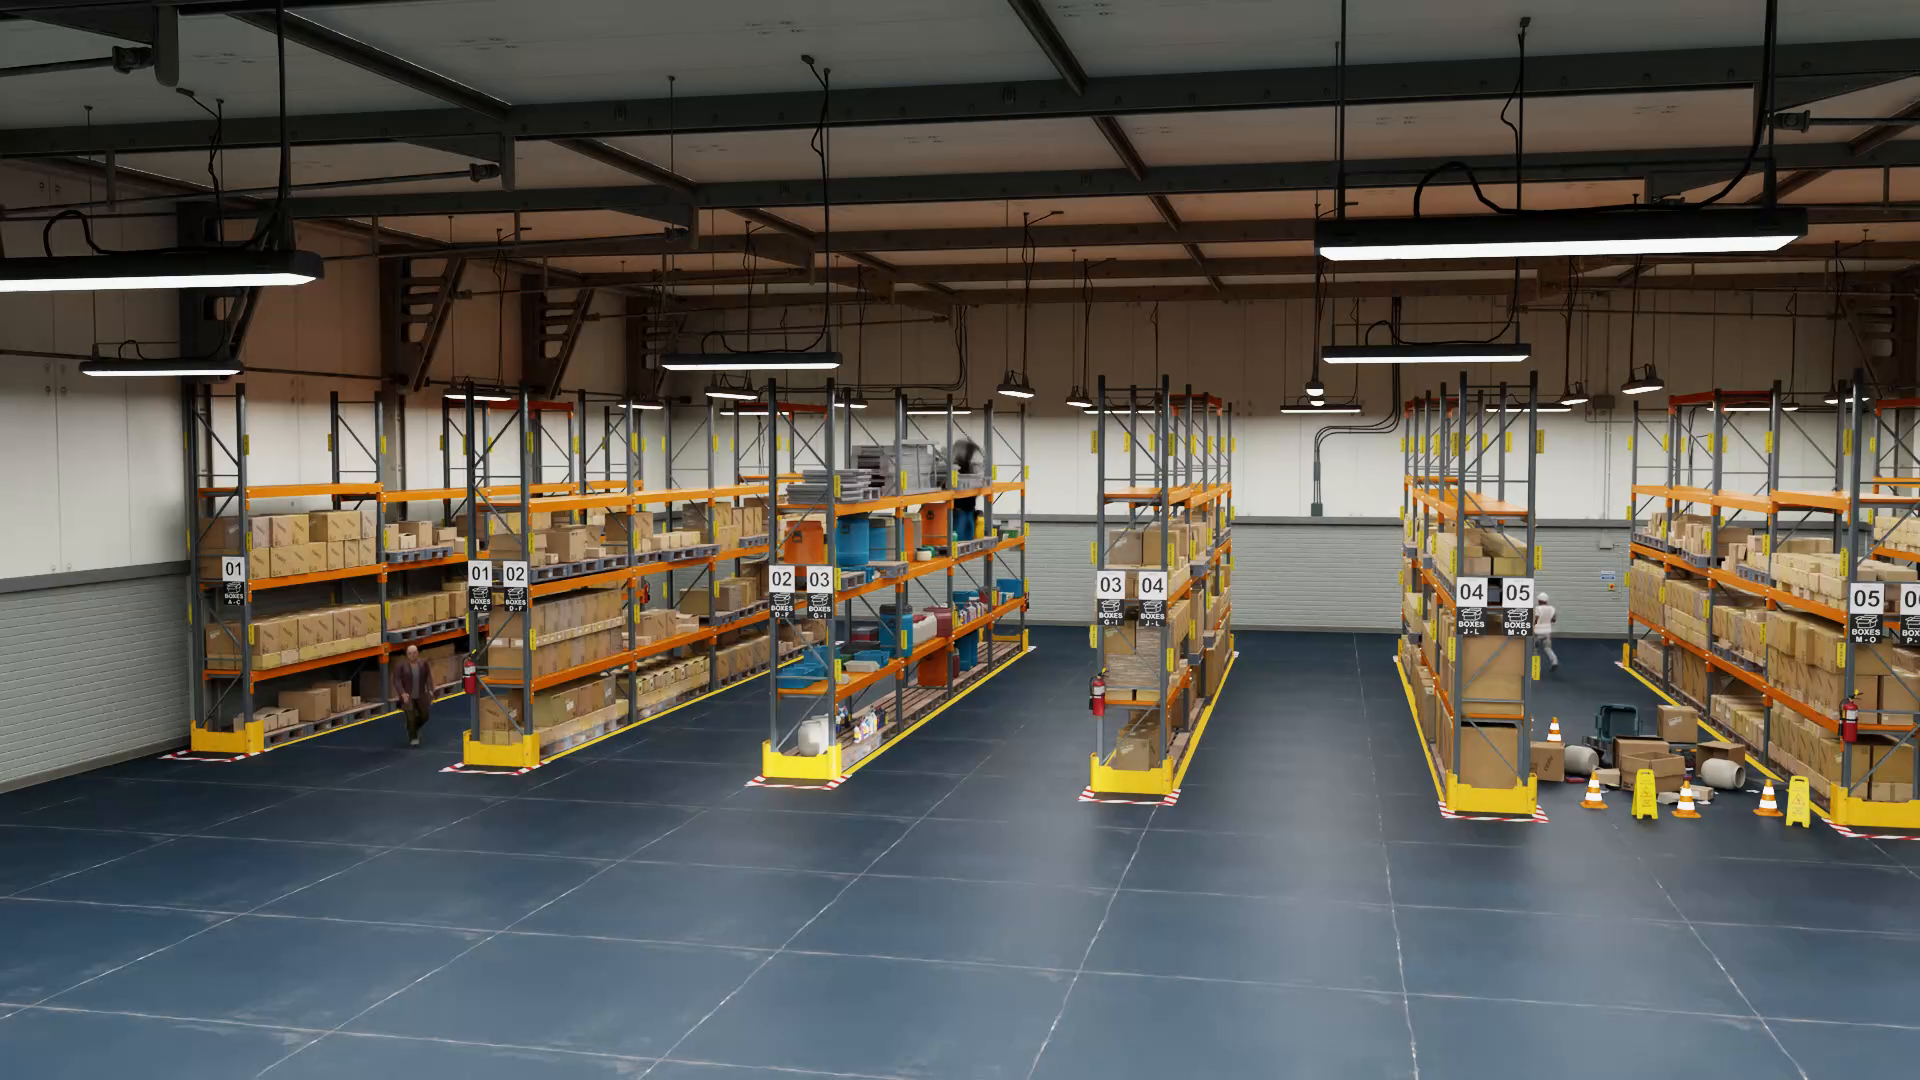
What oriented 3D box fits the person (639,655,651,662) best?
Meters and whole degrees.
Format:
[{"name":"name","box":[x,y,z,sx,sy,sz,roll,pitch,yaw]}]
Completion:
[{"name":"person","box":[-6.826,2.241,35.669,0.591,1.473,0.868,0,3,-7]}]

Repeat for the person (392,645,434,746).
[{"name":"person","box":[-9.124,2.570,27.618,0.680,1.701,0.792,-3,4,-39]}]

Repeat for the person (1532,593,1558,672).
[{"name":"person","box":[12.686,2.024,36.221,0.673,1.762,0.992,-1,3,-9]}]
